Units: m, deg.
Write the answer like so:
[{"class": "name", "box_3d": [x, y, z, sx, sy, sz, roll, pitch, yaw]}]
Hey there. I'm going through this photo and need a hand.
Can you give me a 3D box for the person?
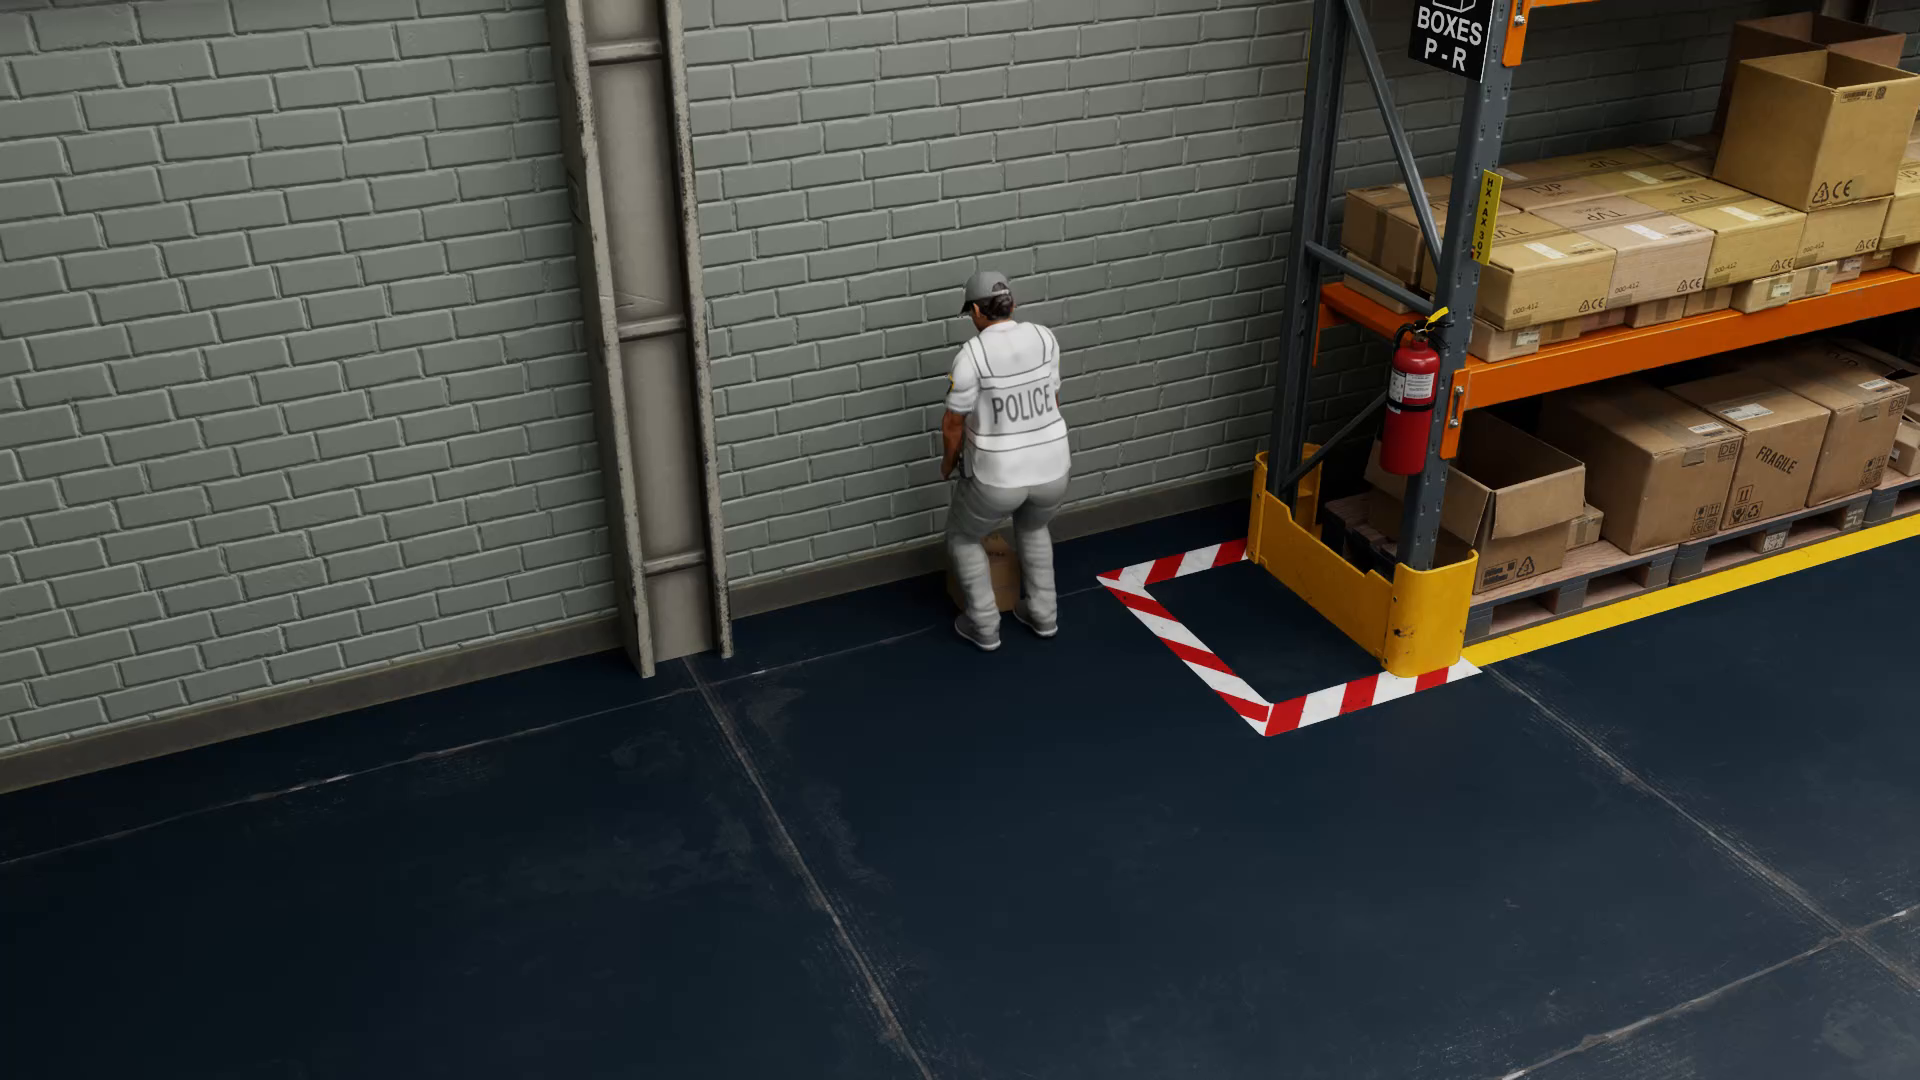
[{"class": "person", "box_3d": [0.166, -0.298, 6.742, 0.507, 1.587, 0.532, -12, 32, -21]}]
